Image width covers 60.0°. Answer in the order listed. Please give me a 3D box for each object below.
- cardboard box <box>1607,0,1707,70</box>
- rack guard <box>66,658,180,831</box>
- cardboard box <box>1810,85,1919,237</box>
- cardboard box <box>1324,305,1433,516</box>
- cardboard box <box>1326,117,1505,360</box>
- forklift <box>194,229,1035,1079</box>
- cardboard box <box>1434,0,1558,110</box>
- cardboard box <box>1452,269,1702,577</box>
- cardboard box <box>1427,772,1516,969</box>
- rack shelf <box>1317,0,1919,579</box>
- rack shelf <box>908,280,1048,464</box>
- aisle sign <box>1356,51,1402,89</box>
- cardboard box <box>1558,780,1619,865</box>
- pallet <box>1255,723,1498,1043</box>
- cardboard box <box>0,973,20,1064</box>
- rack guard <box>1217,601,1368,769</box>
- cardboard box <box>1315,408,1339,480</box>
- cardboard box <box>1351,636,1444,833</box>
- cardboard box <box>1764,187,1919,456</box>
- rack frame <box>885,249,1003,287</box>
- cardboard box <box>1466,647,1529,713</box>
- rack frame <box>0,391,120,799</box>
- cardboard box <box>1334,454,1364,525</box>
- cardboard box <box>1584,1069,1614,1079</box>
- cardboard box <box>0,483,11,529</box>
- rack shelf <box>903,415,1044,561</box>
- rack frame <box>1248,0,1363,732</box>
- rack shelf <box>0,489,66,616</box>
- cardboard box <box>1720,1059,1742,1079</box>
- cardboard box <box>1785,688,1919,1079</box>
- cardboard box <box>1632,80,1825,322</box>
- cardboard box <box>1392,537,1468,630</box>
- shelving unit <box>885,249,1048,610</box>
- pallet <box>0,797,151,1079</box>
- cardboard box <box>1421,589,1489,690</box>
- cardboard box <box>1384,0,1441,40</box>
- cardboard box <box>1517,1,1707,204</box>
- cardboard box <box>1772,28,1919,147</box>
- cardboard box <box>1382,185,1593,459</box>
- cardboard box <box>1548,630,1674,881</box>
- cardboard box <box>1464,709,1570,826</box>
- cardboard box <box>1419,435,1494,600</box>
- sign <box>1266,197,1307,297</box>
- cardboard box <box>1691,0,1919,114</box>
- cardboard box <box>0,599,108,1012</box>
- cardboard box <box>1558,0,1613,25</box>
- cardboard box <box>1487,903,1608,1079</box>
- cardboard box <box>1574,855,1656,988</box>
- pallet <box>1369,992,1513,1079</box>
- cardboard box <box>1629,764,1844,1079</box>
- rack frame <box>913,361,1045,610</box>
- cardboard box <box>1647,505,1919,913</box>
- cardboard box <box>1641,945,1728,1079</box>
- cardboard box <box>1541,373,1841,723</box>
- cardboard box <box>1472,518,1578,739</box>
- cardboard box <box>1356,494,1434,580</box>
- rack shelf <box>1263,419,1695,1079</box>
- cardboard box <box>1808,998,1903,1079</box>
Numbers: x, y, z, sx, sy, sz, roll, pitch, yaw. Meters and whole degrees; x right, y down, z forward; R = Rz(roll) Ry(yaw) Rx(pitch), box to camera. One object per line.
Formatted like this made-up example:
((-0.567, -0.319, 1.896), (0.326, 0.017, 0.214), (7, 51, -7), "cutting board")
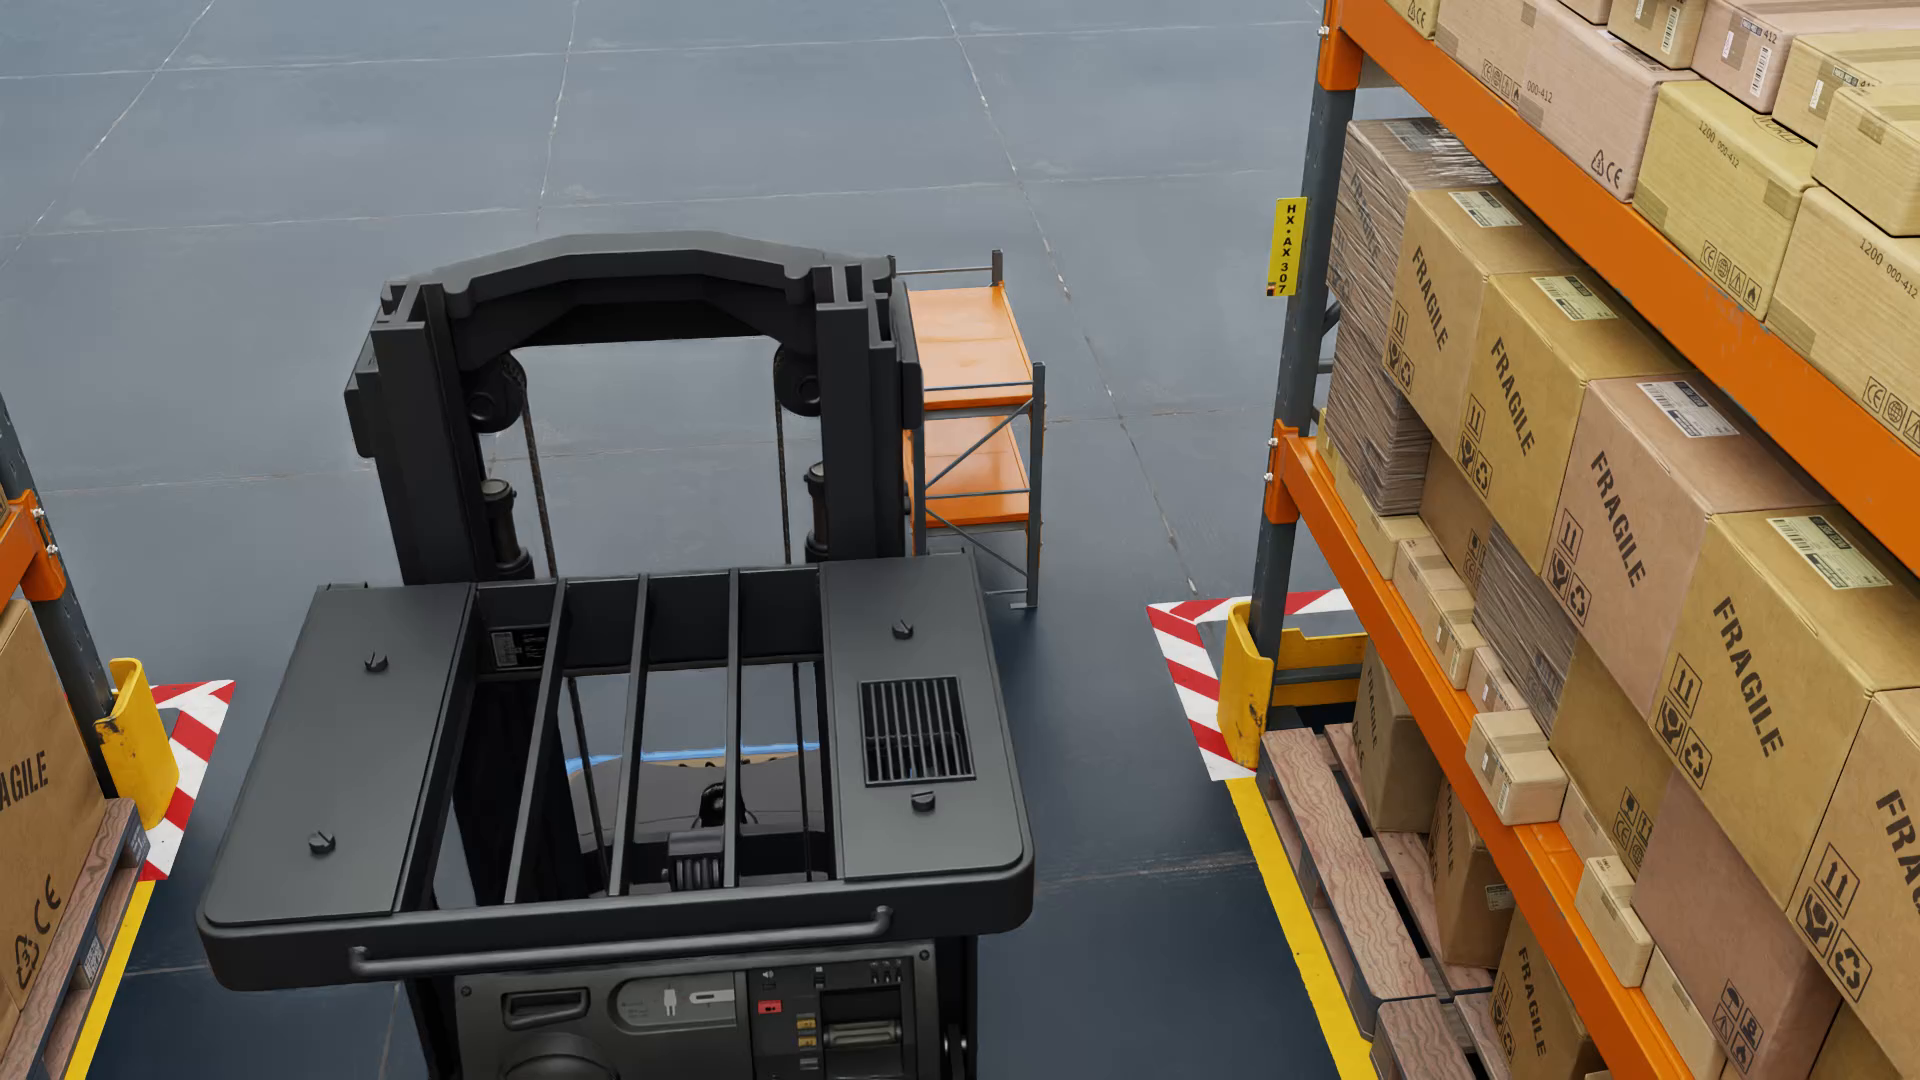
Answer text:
((1.500, -1.031, 3.215), (0.380, 0.149, 0.250), (-6, 35, -9), "cardboard box")
((-3.381, 0.751, 5.705), (1.175, 0.500, 0.348), (-4, 35, -6), "rack guard")
((1.576, -0.593, 2.572), (0.380, 0.149, 0.250), (-3, 34, -4), "cardboard box")
((1.597, -0.443, 4.884), (0.875, 0.500, 0.500), (-4, 35, -6), "cardboard box")
((1.354, -0.838, 4.575), (0.500, 0.500, 0.500), (-4, 35, -6), "cardboard box")
((-0.482, 1.059, 3.093), (1.130, 2.935, 3.031), (-3, 34, -5), "forklift")
((1.435, -1.190, 3.802), (0.500, 0.250, 0.500), (-5, 35, -7), "cardboard box")
((1.483, -0.280, 3.756), (0.500, 0.500, 0.500), (-4, 35, -6), "cardboard box")
((1.732, 0.952, 5.036), (0.500, 0.500, 0.500), (4, 35, 6), "cardboard box")
((1.820, -0.414, 3.170), (1.077, 0.370, 4.000), (-4, 35, -6), "rack shelf")
((0.001, -0.703, 6.763), (0.538, 0.278, 1.000), (-4, 35, -6), "rack shelf")
((1.245, -1.674, 4.735), (0.394, 0.787, 0.004), (-4, 35, -6), "aisle sign")
((1.623, 0.667, 3.831), (0.380, 0.149, 0.250), (-4, 35, -6), "cardboard box")
((1.635, 1.063, 5.503), (1.003, 0.211, 1.213), (-4, 35, -6), "pallet")
((-3.101, 1.300, 4.193), (0.875, 0.875, 0.875), (-5, 35, -7), "cardboard box")
((1.561, 0.487, 6.091), (1.175, 0.500, 0.348), (-4, 35, -6), "rack guard")
((1.353, -0.307, 5.260), (0.380, 0.149, 0.250), (-4, 35, -6), "cardboard box")
((1.618, 0.621, 5.522), (0.500, 0.500, 0.500), (2, 34, 2), "cardboard box")
((1.635, -0.344, 2.561), (0.500, 0.250, 0.500), (-5, 35, -7), "cardboard box")
((-0.067, -0.745, 7.344), (0.500, 1.125, 0.032), (-4, 35, -6), "rack frame")
((1.527, 0.390, 4.237), (0.380, 0.149, 0.250), (-4, 35, -6), "cardboard box")
((-3.378, -0.269, 4.981), (1.000, 3.000, 0.127), (-4, 35, -6), "rack frame")
((1.367, -0.166, 5.053), (0.380, 0.149, 0.250), (-4, 35, -6), "cardboard box")
((1.828, 1.618, 4.059), (0.500, 0.500, 0.500), (-7, 35, -11), "cardboard box")
((-3.283, -0.127, 4.640), (0.875, 0.550, 0.550), (-4, 35, -6), "cardboard box")
((0.001, -0.259, 7.065), (0.538, 0.278, 1.000), (-4, 35, -6), "rack shelf")
((1.551, -0.588, 5.449), (1.000, 3.000, 0.127), (-4, 35, -6), "rack frame")
((-3.109, 1.144, 3.546), (1.077, 0.370, 4.000), (-4, 35, -6), "rack shelf")
((1.723, 1.085, 3.217), (0.380, 0.149, 0.250), (-4, 35, -6), "cardboard box")
((1.687, 0.557, 2.528), (0.500, 0.500, 0.500), (-4, 35, -6), "cardboard box")
((1.572, -0.623, 2.970), (0.500, 0.250, 0.500), (-3, 34, -5), "cardboard box")
((1.440, 0.112, 4.645), (0.380, 0.149, 0.250), (-4, 35, -6), "cardboard box")
((0.001, -0.461, 6.928), (0.538, 1.125, 1.048), (-4, 35, -6), "shelving unit")
((-3.193, 1.324, 5.120), (1.003, 0.211, 1.213), (-4, 35, -6), "pallet")
((1.467, 0.252, 4.439), (0.380, 0.149, 0.250), (-4, 35, -6), "cardboard box")
((1.359, -1.477, 4.224), (0.500, 0.250, 0.500), (-3, 34, -5), "cardboard box")
((1.497, -0.913, 3.396), (0.500, 0.250, 0.500), (-4, 35, -7), "cardboard box")
((1.627, -0.750, 2.802), (0.380, 0.149, 0.250), (-6, 35, -8), "cardboard box")
((1.415, -0.558, 4.165), (0.500, 0.500, 0.500), (-4, 35, -6), "cardboard box")
((1.864, 0.389, 3.663), (0.875, 0.500, 0.500), (-4, 35, -6), "cardboard box")
((1.458, 0.537, 4.021), (0.380, 0.149, 0.250), (-4, 35, -6), "cardboard box")
((1.783, -0.173, 4.488), (0.875, 0.500, 0.500), (-4, 35, -6), "cardboard box")
((1.013, -0.905, 5.145), (0.100, 0.325, 0.005), (-4, 35, -6), "sign")
((1.579, -0.895, 3.016), (0.380, 0.149, 0.250), (-5, 35, -7), "cardboard box")
((-3.221, 0.809, 4.913), (0.875, 0.875, 0.875), (-4, 34, -6), "cardboard box")
((1.448, -1.182, 3.437), (0.380, 0.149, 0.250), (-4, 35, -7), "cardboard box")
((1.798, 1.303, 4.521), (0.500, 0.500, 0.500), (-1, 34, -2), "cardboard box")
((1.581, 0.812, 3.618), (0.380, 0.149, 0.250), (-4, 35, -6), "cardboard box")
((1.796, 1.742, 4.507), (1.003, 0.211, 1.213), (-4, 35, -6), "pallet")
((1.890, 0.671, 3.249), (0.875, 0.500, 0.500), (-4, 35, -6), "cardboard box")
((0.069, -0.177, 6.511), (0.500, 1.125, 0.032), (-4, 35, -6), "rack frame")
((1.620, 0.278, 2.937), (0.500, 0.500, 0.500), (-4, 35, -6), "cardboard box")
((1.649, 0.949, 3.417), (0.380, 0.149, 0.250), (-4, 35, -6), "cardboard box")
((1.557, -0.001, 3.347), (0.500, 0.500, 0.500), (-4, 35, -6), "cardboard box")
((1.808, 0.109, 4.074), (0.875, 0.500, 0.500), (-4, 35, -6), "cardboard box")
((1.386, -0.026, 4.847), (0.380, 0.149, 0.250), (-4, 35, -6), "cardboard box")
((1.820, 0.825, 4.014), (1.077, 0.370, 4.000), (-4, 35, -6), "rack shelf")
((2.057, 0.942, 2.851), (0.875, 0.500, 0.500), (-4, 35, -6), "cardboard box")
